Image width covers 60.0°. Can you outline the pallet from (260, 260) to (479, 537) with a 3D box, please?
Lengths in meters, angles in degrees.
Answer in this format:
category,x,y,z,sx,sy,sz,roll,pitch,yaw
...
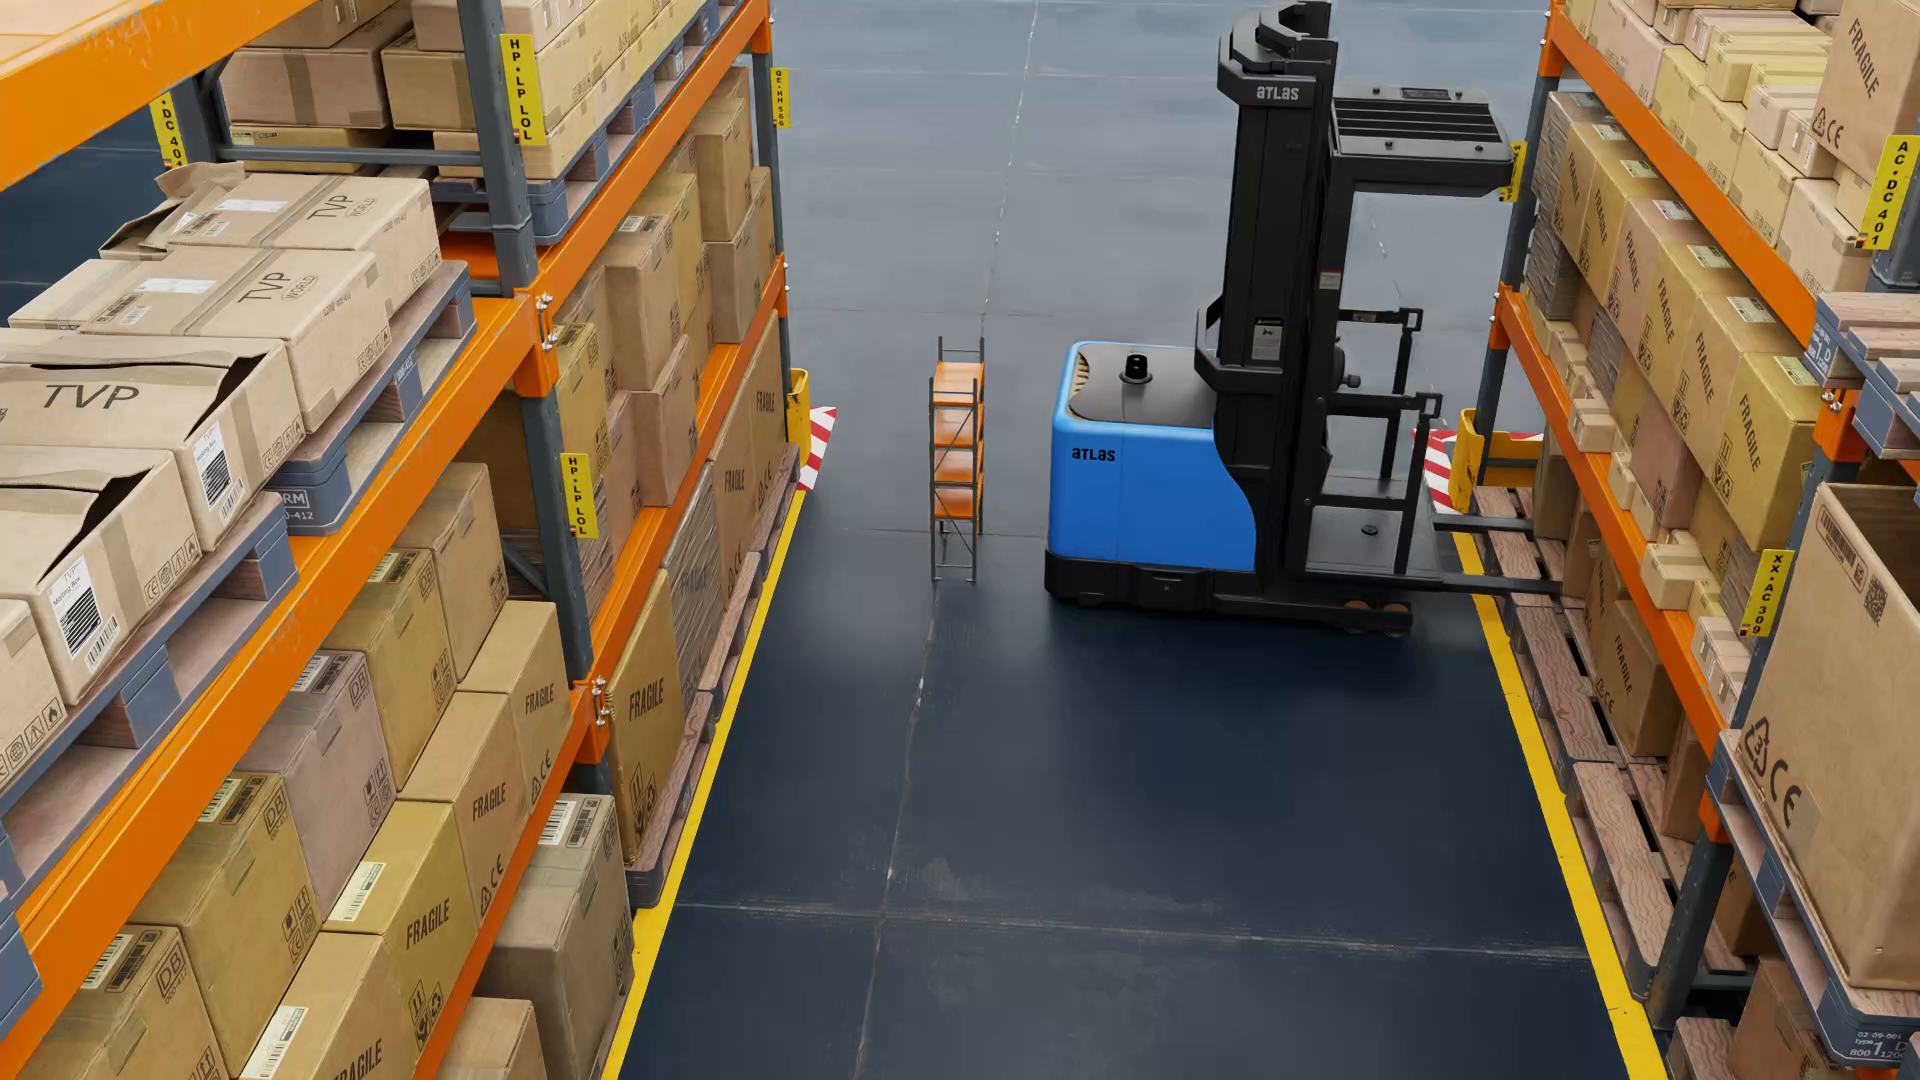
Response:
category,x,y,z,sx,sy,sz,roll,pitch,yaw
pallet,-1.852,-0.420,4.396,0.805,0.209,1.217,1,32,2

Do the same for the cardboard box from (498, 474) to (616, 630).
category,x,y,z,sx,sy,sz,roll,pitch,yaw
cardboard box,-1.809,0.037,6.188,0.875,0.550,0.550,2,32,4

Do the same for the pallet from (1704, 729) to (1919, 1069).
category,x,y,z,sx,sy,sz,roll,pitch,yaw
pallet,2.901,1.034,4.896,1.003,0.211,1.213,2,32,4

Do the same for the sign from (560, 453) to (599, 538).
category,x,y,z,sx,sy,sz,roll,pitch,yaw
sign,-1.285,-0.147,5.601,0.100,0.325,0.005,2,32,4

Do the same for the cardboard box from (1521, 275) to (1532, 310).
category,x,y,z,sx,sy,sz,roll,pitch,yaw
cardboard box,3.173,-1.287,8.719,0.380,0.149,0.250,2,32,4

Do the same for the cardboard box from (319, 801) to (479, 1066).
category,x,y,z,sx,sy,sz,roll,pitch,yaw
cardboard box,-1.685,1.064,4.569,0.500,0.500,0.500,3,32,5

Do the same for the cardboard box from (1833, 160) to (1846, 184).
category,x,y,z,sx,sy,sz,roll,pitch,yaw
cardboard box,2.960,-1.142,5.148,0.380,0.149,0.250,3,32,5

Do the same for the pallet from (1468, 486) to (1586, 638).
category,x,y,z,sx,sy,sz,roll,pitch,yaw
pallet,3.327,0.117,8.859,1.003,0.211,1.213,2,32,4

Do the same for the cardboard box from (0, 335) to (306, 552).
category,x,y,z,sx,sy,sz,roll,pitch,yaw
cardboard box,-1.750,-0.240,3.511,0.500,0.311,0.500,1,32,2

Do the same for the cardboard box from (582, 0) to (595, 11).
category,x,y,z,sx,sy,sz,roll,pitch,yaw
cardboard box,-1.418,-1.878,5.564,0.380,0.149,0.250,2,32,4

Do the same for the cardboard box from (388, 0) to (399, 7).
category,x,y,z,sx,sy,sz,roll,pitch,yaw
cardboard box,-2.073,-1.905,5.607,0.380,0.149,0.250,2,32,4

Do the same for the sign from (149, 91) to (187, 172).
category,x,y,z,sx,sy,sz,roll,pitch,yaw
sign,-2.380,-1.260,5.008,0.100,0.325,0.005,2,32,4

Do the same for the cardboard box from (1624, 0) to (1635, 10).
category,x,y,z,sx,sy,sz,roll,pitch,yaw
cardboard box,3.073,-2.373,7.146,0.380,0.149,0.250,4,32,6

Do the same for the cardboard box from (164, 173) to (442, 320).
category,x,y,z,sx,sy,sz,roll,pitch,yaw
cardboard box,-1.725,-0.764,4.419,0.500,0.250,0.500,3,32,5

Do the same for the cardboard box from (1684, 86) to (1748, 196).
category,x,y,z,sx,sy,sz,roll,pitch,yaw
cardboard box,2.975,-1.443,6.017,0.500,0.250,0.500,2,32,4

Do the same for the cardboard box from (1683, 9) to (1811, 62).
category,x,y,z,sx,sy,sz,roll,pitch,yaw
cardboard box,3.068,-1.971,6.492,0.380,0.149,0.250,2,32,3

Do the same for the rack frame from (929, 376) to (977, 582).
category,x,y,z,sx,sy,sz,roll,pitch,yaw
rack frame,-0.033,-0.297,8.588,0.240,1.200,0.015,2,32,4

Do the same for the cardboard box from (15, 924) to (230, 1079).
category,x,y,z,sx,sy,sz,roll,pitch,yaw
cardboard box,-2.026,1.150,3.476,0.700,0.500,0.500,2,32,3

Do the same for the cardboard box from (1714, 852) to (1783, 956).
category,x,y,z,sx,sy,sz,roll,pitch,yaw
cardboard box,3.181,1.237,6.367,0.500,0.500,0.500,2,32,2

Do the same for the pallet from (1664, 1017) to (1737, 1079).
category,x,y,z,sx,sy,sz,roll,pitch,yaw
pallet,3.047,2.153,5.555,1.003,0.211,1.213,2,32,4

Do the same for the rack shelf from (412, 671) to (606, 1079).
category,x,y,z,sx,sy,sz,roll,pitch,yaw
rack shelf,-1.989,1.646,4.406,1.077,0.370,4.000,2,32,4

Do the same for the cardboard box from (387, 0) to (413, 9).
category,x,y,z,sx,sy,sz,roll,pitch,yaw
cardboard box,-2.001,-1.800,5.816,0.500,0.250,0.500,2,32,4

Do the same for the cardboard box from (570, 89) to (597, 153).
category,x,y,z,sx,sy,sz,roll,pitch,yaw
cardboard box,-1.439,-1.409,5.562,0.380,0.149,0.250,3,32,4

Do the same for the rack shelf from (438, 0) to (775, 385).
category,x,y,z,sx,sy,sz,roll,pitch,yaw
rack shelf,-1.664,-1.723,7.013,1.077,0.370,4.000,2,32,4

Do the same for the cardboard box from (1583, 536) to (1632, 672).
category,x,y,z,sx,sy,sz,roll,pitch,yaw
cardboard box,3.282,0.319,7.856,0.500,0.500,0.500,5,32,9

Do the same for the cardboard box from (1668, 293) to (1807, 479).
category,x,y,z,sx,sy,sz,roll,pitch,yaw
cardboard box,2.910,-0.545,5.943,0.500,0.500,0.500,2,32,4

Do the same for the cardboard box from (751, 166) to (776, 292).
category,x,y,z,sx,sy,sz,roll,pitch,yaw
cardboard box,-1.486,-1.665,8.950,0.875,0.550,0.550,2,32,4

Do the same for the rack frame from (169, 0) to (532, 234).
category,x,y,z,sx,sy,sz,roll,pitch,yaw
rack frame,-1.827,-2.260,4.340,1.000,3.000,0.127,2,32,4

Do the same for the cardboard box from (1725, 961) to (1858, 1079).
category,x,y,z,sx,sy,sz,roll,pitch,yaw
cardboard box,3.037,1.756,5.505,0.700,0.500,0.500,0,32,0

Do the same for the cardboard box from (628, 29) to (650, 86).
category,x,y,z,sx,sy,sz,roll,pitch,yaw
cardboard box,-1.377,-1.805,6.205,0.380,0.149,0.250,2,32,3

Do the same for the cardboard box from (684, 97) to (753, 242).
category,x,y,z,sx,sy,sz,roll,pitch,yaw
cardboard box,-1.523,-1.837,8.200,0.875,0.550,0.550,2,32,4

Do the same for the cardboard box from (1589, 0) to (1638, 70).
category,x,y,z,sx,sy,sz,roll,pitch,yaw
cardboard box,3.102,-2.235,7.302,0.500,0.250,0.500,2,32,3

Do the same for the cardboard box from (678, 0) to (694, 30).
category,x,y,z,sx,sy,sz,roll,pitch,yaw
cardboard box,-1.315,-2.203,6.851,0.380,0.149,0.250,3,32,5

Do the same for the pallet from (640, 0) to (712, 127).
category,x,y,z,sx,sy,sz,roll,pitch,yaw
pallet,-1.648,-2.009,6.876,1.003,0.211,1.213,2,32,4

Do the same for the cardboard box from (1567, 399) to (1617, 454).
category,x,y,z,sx,sy,sz,roll,pitch,yaw
cardboard box,2.955,-0.507,7.453,0.380,0.149,0.250,2,32,4

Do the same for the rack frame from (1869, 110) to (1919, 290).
category,x,y,z,sx,sy,sz,roll,pitch,yaw
rack frame,3.109,-1.995,3.910,1.000,3.000,0.127,2,32,4

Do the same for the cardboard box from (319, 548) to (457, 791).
category,x,y,z,sx,sy,sz,roll,pitch,yaw
cardboard box,-1.901,0.355,4.767,0.700,0.500,0.500,2,32,3

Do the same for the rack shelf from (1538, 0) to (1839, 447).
category,x,y,z,sx,sy,sz,roll,pitch,yaw
rack shelf,3.271,-1.458,6.583,1.077,0.370,4.000,2,32,4

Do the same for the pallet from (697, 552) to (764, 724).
category,x,y,z,sx,sy,sz,roll,pitch,yaw
pallet,-1.590,0.447,8.323,1.003,0.211,1.213,2,32,4

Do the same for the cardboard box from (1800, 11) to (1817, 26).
category,x,y,z,sx,sy,sz,roll,pitch,yaw
cardboard box,3.610,-2.077,6.665,0.380,0.149,0.250,1,32,2

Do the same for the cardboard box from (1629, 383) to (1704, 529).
category,x,y,z,sx,sy,sz,roll,pitch,yaw
cardboard box,3.223,-0.369,6.611,0.875,0.500,0.500,2,32,4

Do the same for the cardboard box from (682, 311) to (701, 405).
category,x,y,z,sx,sy,sz,roll,pitch,yaw
cardboard box,-1.682,-0.811,7.563,0.875,0.550,0.500,2,32,4

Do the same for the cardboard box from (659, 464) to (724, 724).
category,x,y,z,sx,sy,sz,roll,pitch,yaw
cardboard box,-1.636,0.222,7.655,0.875,0.875,0.875,3,32,4

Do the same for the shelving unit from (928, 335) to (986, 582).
category,x,y,z,sx,sy,sz,roll,pitch,yaw
shelving unit,-0.013,-0.424,8.795,0.258,1.200,0.503,2,32,4

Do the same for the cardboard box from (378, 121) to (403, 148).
category,x,y,z,sx,sy,sz,roll,pitch,yaw
cardboard box,-2.095,-1.433,5.601,0.380,0.149,0.250,3,32,5

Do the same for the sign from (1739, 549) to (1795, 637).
category,x,y,z,sx,sy,sz,roll,pitch,yaw
sign,2.567,0.171,5.288,0.100,0.325,0.005,2,32,4

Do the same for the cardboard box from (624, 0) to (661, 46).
category,x,y,z,sx,sy,sz,roll,pitch,yaw
cardboard box,-1.428,-2.039,6.204,0.500,0.250,0.500,2,32,3

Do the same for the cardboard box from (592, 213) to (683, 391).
category,x,y,z,sx,sy,sz,roll,pitch,yaw
cardboard box,-1.652,-0.990,6.825,0.875,0.550,0.550,2,32,4

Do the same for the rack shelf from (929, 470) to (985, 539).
category,x,y,z,sx,sy,sz,roll,pitch,yaw
rack shelf,-0.013,-0.198,8.934,0.258,0.148,0.480,2,32,4

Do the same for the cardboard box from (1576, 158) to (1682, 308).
category,x,y,z,sx,sy,sz,roll,pitch,yaw
cardboard box,3.031,-1.329,7.216,0.500,0.500,0.500,2,32,4

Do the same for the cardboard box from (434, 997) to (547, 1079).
category,x,y,z,sx,sy,sz,roll,pitch,yaw
cardboard box,-1.870,1.906,5.043,1.050,0.750,0.750,2,32,4

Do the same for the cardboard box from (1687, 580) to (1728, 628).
category,x,y,z,sx,sy,sz,roll,pitch,yaw
cardboard box,2.943,0.282,6.172,0.380,0.149,0.250,2,32,4

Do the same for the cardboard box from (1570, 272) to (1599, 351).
category,x,y,z,sx,sy,sz,roll,pitch,yaw
cardboard box,3.441,-1.149,7.877,0.875,0.500,0.500,2,32,4

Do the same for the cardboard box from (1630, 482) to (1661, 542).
category,x,y,z,sx,sy,sz,roll,pitch,yaw
cardboard box,2.984,-0.111,6.810,0.380,0.149,0.250,2,32,4

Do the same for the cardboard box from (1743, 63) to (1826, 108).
category,x,y,z,sx,sy,sz,roll,pitch,yaw
cardboard box,2.985,-1.554,5.817,0.380,0.149,0.250,4,32,6

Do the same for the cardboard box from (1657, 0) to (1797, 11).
category,x,y,z,sx,sy,sz,roll,pitch,yaw
cardboard box,3.044,-2.427,6.615,0.500,0.500,0.500,2,32,4

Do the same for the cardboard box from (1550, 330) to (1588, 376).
category,x,y,z,sx,sy,sz,roll,pitch,yaw
cardboard box,3.099,-0.895,8.083,0.380,0.149,0.250,2,32,4

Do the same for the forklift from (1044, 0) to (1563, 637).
category,x,y,z,sx,sy,sz,roll,pitch,yaw
forklift,2.003,-1.055,8.168,3.031,2.935,1.130,4,32,7
